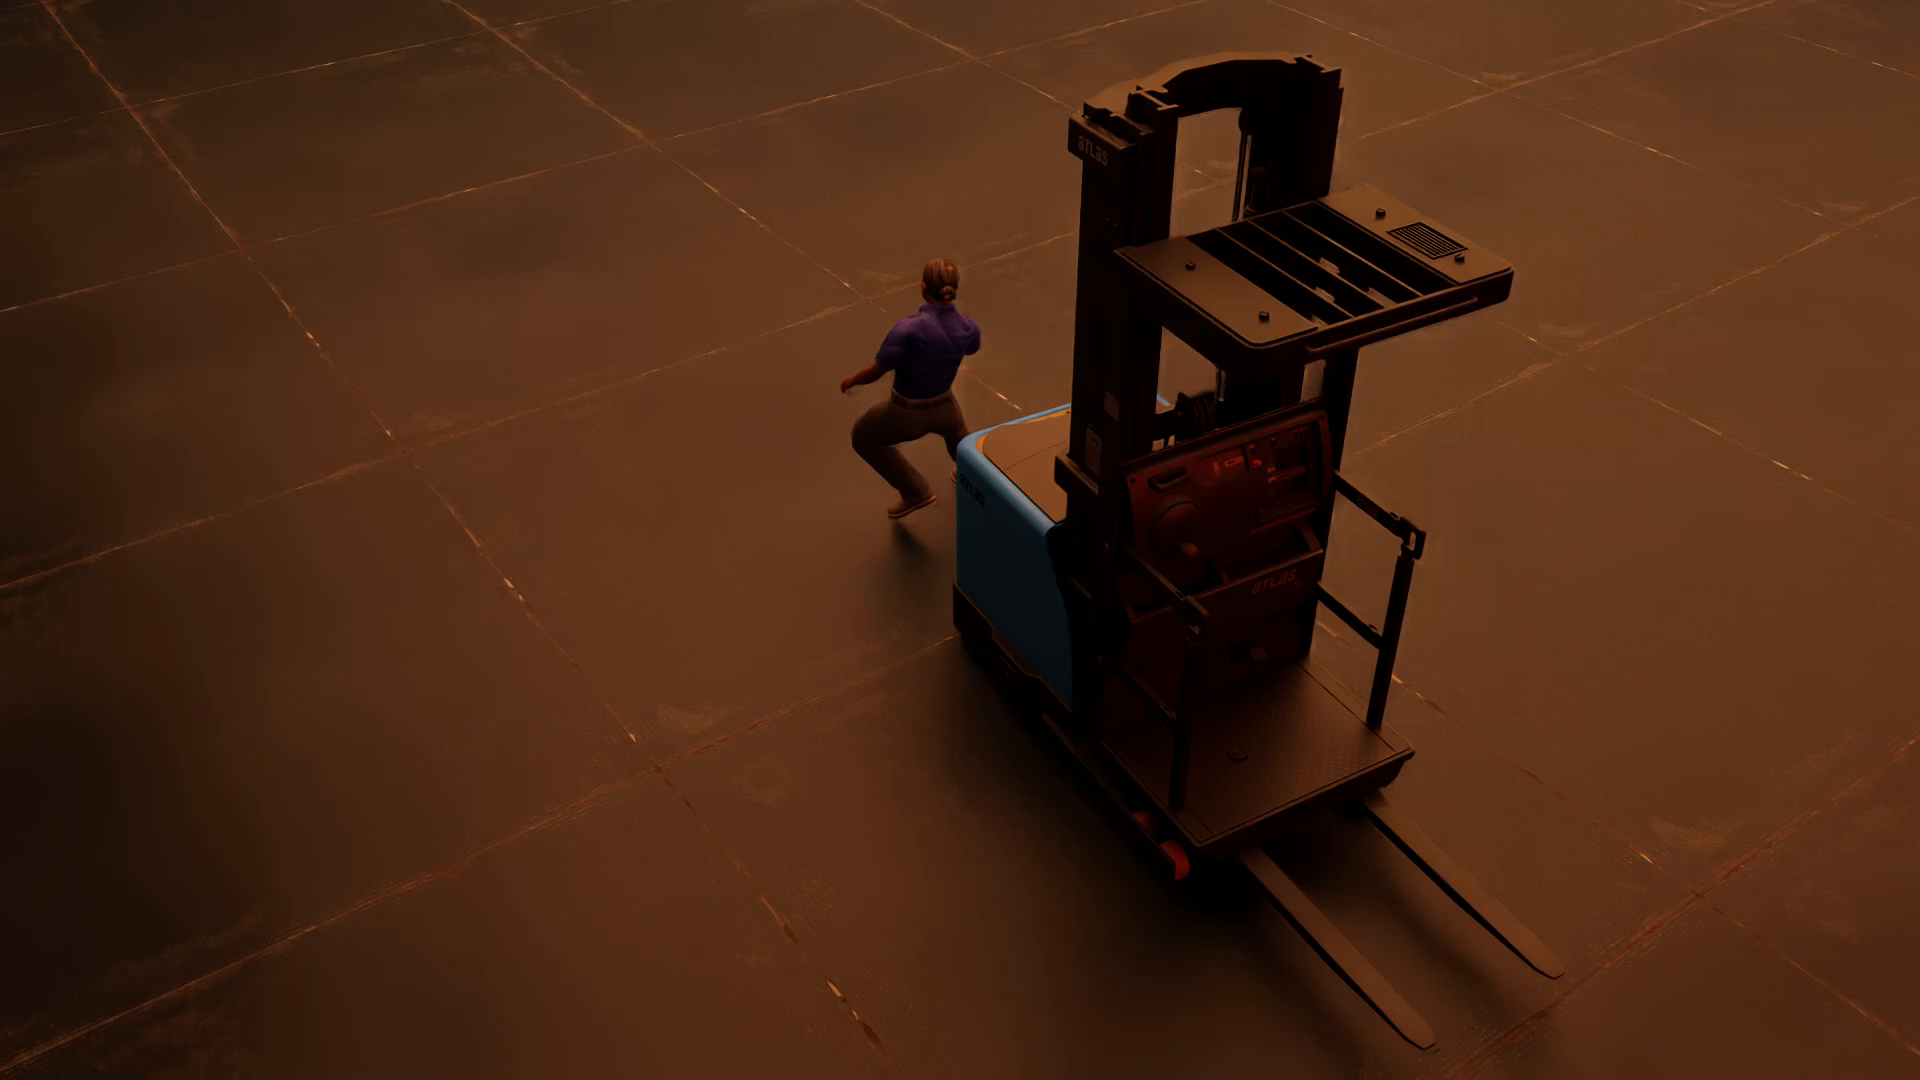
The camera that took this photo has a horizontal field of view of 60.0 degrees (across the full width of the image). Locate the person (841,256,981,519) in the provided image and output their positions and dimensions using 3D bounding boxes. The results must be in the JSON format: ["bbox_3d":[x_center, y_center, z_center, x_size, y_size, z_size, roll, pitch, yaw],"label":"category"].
[{"bbox_3d":[-0.193,-0.748,8.146,0.768,1.510,0.627,-16,39,-21],"label":"person"}]

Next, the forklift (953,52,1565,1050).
[{"bbox_3d":[1.130,-0.138,6.132,1.130,2.935,3.031,-19,40,-23],"label":"forklift"}]
